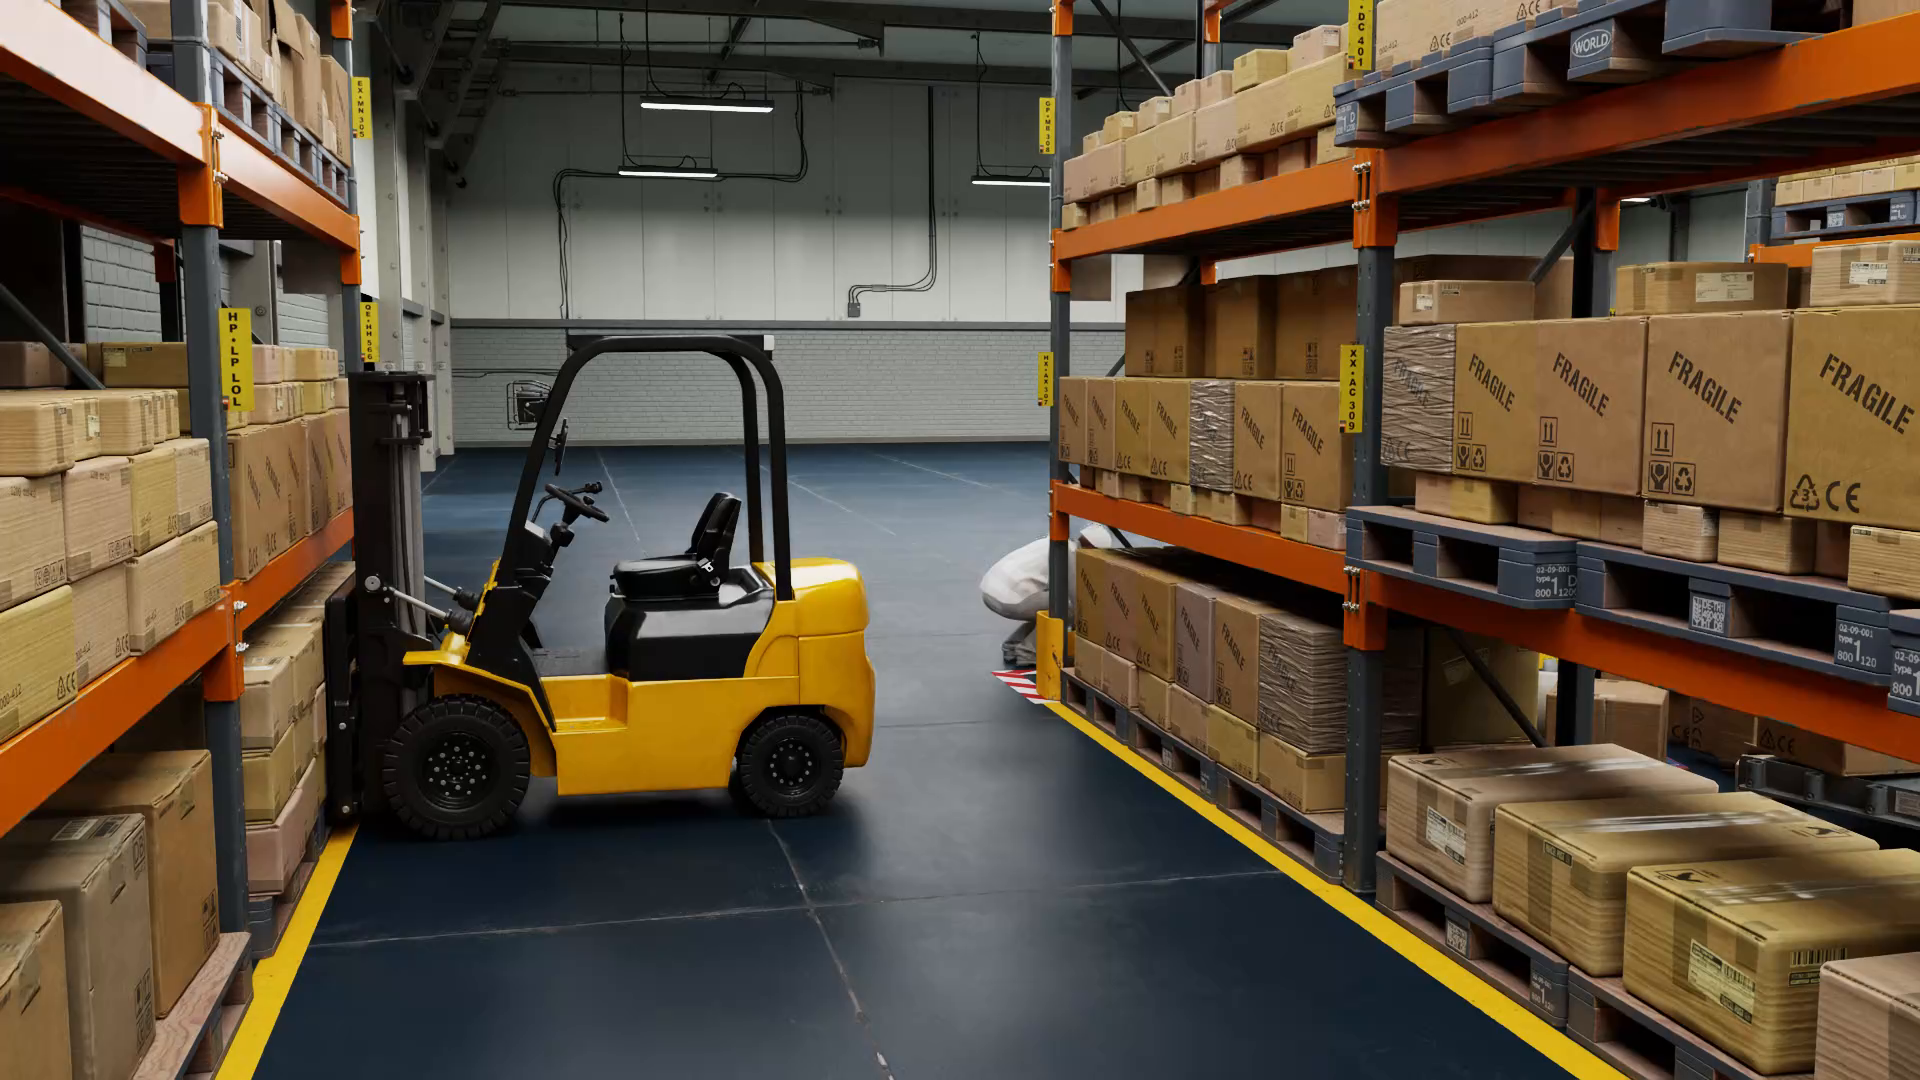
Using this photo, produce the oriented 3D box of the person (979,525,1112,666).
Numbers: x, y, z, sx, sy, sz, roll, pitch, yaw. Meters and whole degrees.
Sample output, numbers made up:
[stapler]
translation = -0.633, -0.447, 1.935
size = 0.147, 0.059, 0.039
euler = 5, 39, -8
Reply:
[person]
translation = 0.592, 0.372, 11.336
size = 0.913, 0.930, 0.529
euler = -1, 6, -9
